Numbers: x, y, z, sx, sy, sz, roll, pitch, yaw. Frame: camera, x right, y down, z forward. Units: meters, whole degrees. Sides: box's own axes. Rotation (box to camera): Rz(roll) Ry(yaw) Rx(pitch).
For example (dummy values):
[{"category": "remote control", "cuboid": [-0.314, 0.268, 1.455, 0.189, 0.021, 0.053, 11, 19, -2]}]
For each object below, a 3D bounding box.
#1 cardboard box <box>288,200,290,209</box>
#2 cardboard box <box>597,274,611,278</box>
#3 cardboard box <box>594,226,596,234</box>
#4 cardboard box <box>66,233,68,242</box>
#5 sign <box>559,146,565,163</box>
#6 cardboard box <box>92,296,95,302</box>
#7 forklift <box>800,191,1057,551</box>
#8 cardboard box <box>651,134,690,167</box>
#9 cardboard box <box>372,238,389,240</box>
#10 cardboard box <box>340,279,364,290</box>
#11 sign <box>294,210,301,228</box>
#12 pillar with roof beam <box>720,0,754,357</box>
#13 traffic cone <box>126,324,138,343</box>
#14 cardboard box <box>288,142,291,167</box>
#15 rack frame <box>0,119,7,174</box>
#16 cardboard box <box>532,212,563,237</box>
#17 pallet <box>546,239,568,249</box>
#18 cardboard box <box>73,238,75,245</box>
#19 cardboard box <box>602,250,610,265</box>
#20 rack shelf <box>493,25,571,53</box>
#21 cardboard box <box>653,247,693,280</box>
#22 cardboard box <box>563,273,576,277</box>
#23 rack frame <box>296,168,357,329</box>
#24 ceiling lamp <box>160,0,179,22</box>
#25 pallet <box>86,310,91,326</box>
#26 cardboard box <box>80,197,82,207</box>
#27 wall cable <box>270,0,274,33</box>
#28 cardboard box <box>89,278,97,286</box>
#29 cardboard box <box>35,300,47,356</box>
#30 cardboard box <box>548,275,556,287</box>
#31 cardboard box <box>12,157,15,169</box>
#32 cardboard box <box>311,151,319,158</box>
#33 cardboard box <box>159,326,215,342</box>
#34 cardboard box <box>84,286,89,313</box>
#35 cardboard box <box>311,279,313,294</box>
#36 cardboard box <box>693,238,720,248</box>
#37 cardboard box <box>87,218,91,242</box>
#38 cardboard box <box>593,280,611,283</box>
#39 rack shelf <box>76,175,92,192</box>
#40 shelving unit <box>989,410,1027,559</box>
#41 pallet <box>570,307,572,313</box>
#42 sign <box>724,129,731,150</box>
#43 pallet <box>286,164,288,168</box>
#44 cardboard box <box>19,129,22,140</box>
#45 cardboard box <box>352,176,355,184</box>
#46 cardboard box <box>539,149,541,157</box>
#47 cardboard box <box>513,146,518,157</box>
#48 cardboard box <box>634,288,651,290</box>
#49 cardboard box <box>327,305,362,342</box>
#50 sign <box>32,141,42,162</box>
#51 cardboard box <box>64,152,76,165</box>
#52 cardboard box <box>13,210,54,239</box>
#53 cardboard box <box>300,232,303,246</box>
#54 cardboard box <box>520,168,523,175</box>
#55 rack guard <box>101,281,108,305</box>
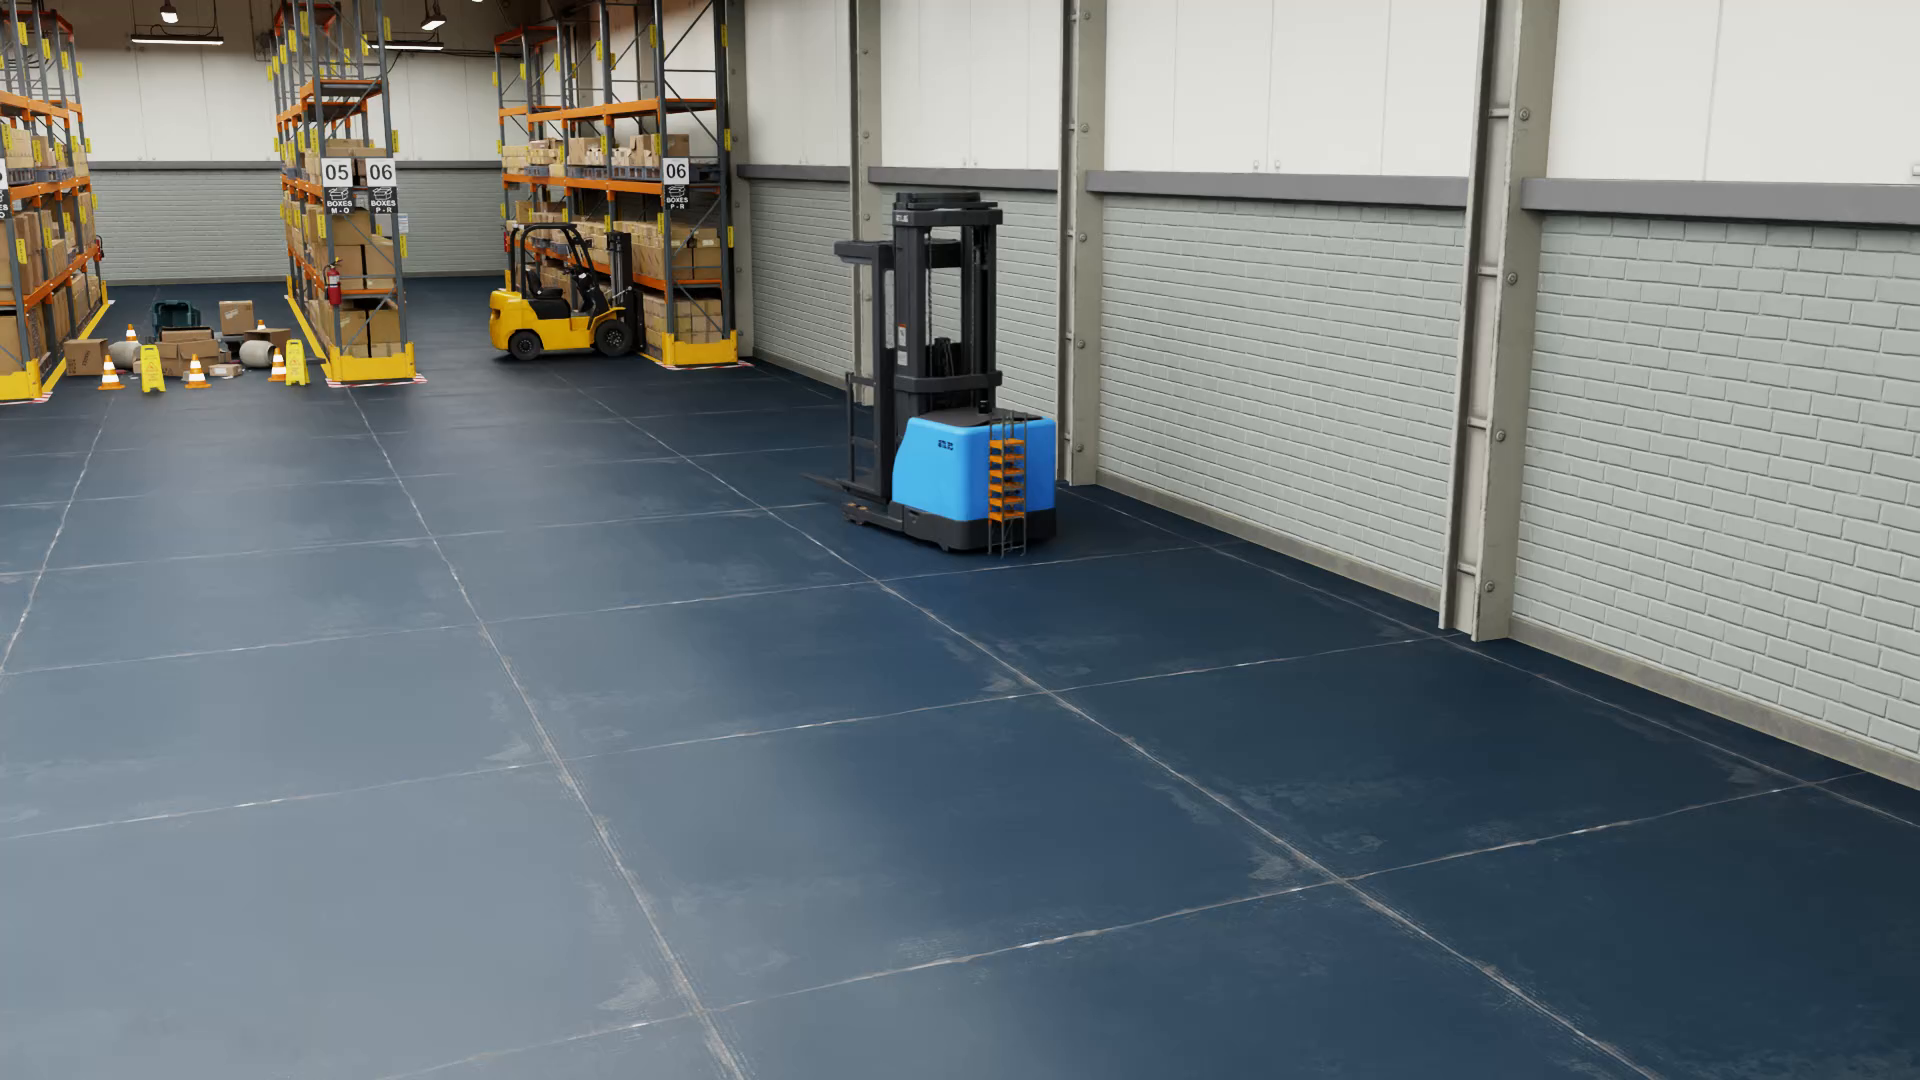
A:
[{"category": "cardboard box", "cuboid": [-14.161, -7.058, 35.773, 0.500, 0.500, 0.500, -6, 14, -24]}, {"category": "cardboard box", "cuboid": [-7.298, -5.405, 34.246, 0.380, 0.149, 0.250, -5, 14, -20]}, {"category": "cardboard box", "cuboid": [-6.652, -5.817, 31.190, 0.380, 0.149, 0.250, -5, 14, -22]}, {"category": "cardboard box", "cuboid": [-16.943, -5.661, 31.141, 0.380, 0.149, 0.250, -6, 14, -23]}, {"category": "sign", "cuboid": [-7.873, -7.631, 32.891, 0.100, 0.325, 0.005, -6, 14, -23]}, {"category": "cardboard box", "cuboid": [-18.427, -5.060, 34.972, 0.380, 0.149, 0.250, -6, 14, -24]}, {"category": "forklift", "cuboid": [-0.424, -1.616, 14.853, 1.130, 2.935, 3.031, -9, 16, -34]}, {"category": "cardboard box", "cuboid": [-4.571, -6.147, 26.248, 0.500, 0.500, 0.500, -5, 14, -21]}, {"category": "cardboard box", "cuboid": [-9.279, -4.497, 26.268, 0.500, 0.500, 0.500, -6, 14, -24]}, {"category": "cardboard box", "cuboid": [-9.062, -3.800, 24.694, 0.380, 0.149, 0.250, -5, 14, -21]}, {"category": "sign", "cuboid": [-12.428, -6.031, 31.207, 0.100, 0.325, 0.005, -6, 14, -23]}, {"category": "pillar with roof beam", "cuboid": [-7.568, -7.073, 24.973, 9.100, 9.000, 0.400, -6, 14, -23]}, {"category": "traffic cone", "cuboid": [-13.968, -3.401, 28.037, 0.336, 0.463, 0.334, -6, 14, -23]}, {"category": "cardboard box", "cuboid": [-12.893, -7.570, 32.620, 0.500, 0.500, 0.500, -5, 14, -22]}, {"category": "rack frame", "cuboid": [-13.212, -6.319, 21.717, 1.000, 3.000, 0.127, -6, 14, -23]}, {"category": "cardboard box", "cuboid": [-8.988, -6.926, 36.490, 0.700, 0.500, 0.500, -5, 14, -22]}, {"category": "pallet", "cuboid": [-8.158, -6.274, 35.253, 1.003, 0.211, 1.213, -6, 14, -23]}, {"category": "cardboard box", "cuboid": [-17.573, -5.840, 32.577, 0.380, 0.149, 0.250, -6, 14, -23]}, {"category": "cardboard box", "cuboid": [-6.214, -5.148, 30.291, 0.500, 0.250, 0.500, -5, 14, -22]}, {"category": "rack shelf", "cuboid": [-9.778, -11.398, 37.883, 1.077, 0.370, 4.000, -6, 14, -23]}, {"category": "cardboard box", "cuboid": [-4.608, -4.440, 26.681, 0.500, 0.500, 0.500, -6, 14, -24]}, {"category": "cardboard box", "cuboid": [-8.007, -5.460, 34.484, 0.380, 0.149, 0.250, -6, 14, -25]}, {"category": "rack frame", "cuboid": [-11.921, -5.517, 31.557, 1.000, 3.000, 0.127, -6, 14, -23]}, {"category": "ceiling lamp", "cuboid": [-15.190, -11.741, 32.195, 0.800, 3.185, 2.000, -6, 14, -23]}, {"category": "pallet", "cuboid": [-17.705, -4.357, 32.725, 1.003, 0.211, 1.213, -6, 14, -23]}, {"category": "cardboard box", "cuboid": [-18.198, -6.778, 33.902, 0.500, 0.500, 0.500, -6, 14, -25]}, {"category": "wall cable", "cuboid": [-18.622, -14.363, 41.834, 2.355, 3.000, 0.029, -6, 14, -23]}, {"category": "cardboard box", "cuboid": [-18.704, -5.512, 35.607, 0.380, 0.149, 0.250, -5, 14, -21]}, {"category": "cardboard box", "cuboid": [-14.626, -3.256, 25.568, 0.875, 0.875, 0.875, -5, 14, -22]}, {"category": "cardboard box", "cuboid": [-8.571, -5.447, 35.864, 0.500, 0.500, 0.500, -6, 14, -25]}, {"category": "cardboard box", "cuboid": [-13.258, -5.193, 22.907, 0.380, 0.149, 0.250, -6, 14, -23]}, {"category": "cardboard box", "cuboid": [-9.768, -5.949, 25.558, 0.380, 0.149, 0.250, -5, 14, -22]}, {"category": "cardboard box", "cuboid": [-12.122, -3.041, 26.093, 0.797, 0.637, 0.503, -6, 14, -23]}, {"category": "cardboard box", "cuboid": [-17.491, -4.732, 32.778, 0.500, 0.500, 0.500, -6, 14, -24]}, {"category": "cardboard box", "cuboid": [-12.475, -5.022, 33.196, 0.875, 0.875, 0.875, -5, 14, -22]}, {"category": "cardboard box", "cuboid": [-4.068, -4.772, 26.675, 0.380, 0.149, 0.250, -6, 14, -24]}, {"category": "cardboard box", "cuboid": [-18.601, -6.512, 34.971, 0.500, 0.500, 0.500, -5, 14, -20]}, {"category": "cardboard box", "cuboid": [-6.868, -4.750, 32.575, 0.875, 0.625, 0.625, -5, 14, -21]}, {"category": "rack shelf", "cuboid": [-18.820, -7.400, 34.634, 1.077, 0.370, 4.000, -6, 14, -23]}, {"category": "shelving unit", "cuboid": [0.393, -0.458, 13.686, 0.258, 1.200, 0.189, -9, 16, -34]}, {"category": "pallet", "cuboid": [-7.639, -4.766, 34.493, 1.003, 0.211, 1.213, -6, 14, -23]}, {"category": "sign", "cuboid": [-3.659, -6.288, 26.121, 0.100, 0.325, 0.005, -6, 14, -23]}, {"category": "pallet", "cuboid": [-13.842, -7.932, 35.534, 1.003, 0.211, 1.213, -6, 14, -23]}, {"category": "cardboard box", "cuboid": [-13.870, -5.896, 24.177, 0.380, 0.149, 0.250, -6, 14, -24]}, {"category": "cardboard box", "cuboid": [-9.381, -5.664, 26.096, 0.380, 0.149, 0.250, -6, 14, -23]}, {"category": "cardboard box", "cuboid": [-8.680, -8.169, 35.105, 0.380, 0.149, 0.250, -6, 14, -23]}, {"category": "cardboard box", "cuboid": [-10.018, -8.968, 38.378, 0.500, 0.250, 0.500, -5, 14, -21]}, {"category": "cardboard box", "cuboid": [-5.670, -4.257, 29.062, 0.500, 0.250, 0.500, -6, 14, -23]}, {"category": "cardboard box", "cuboid": [-9.489, -3.344, 25.671, 0.500, 0.500, 0.500, -5, 14, -21]}, {"category": "sign", "cuboid": [-14.306, -6.025, 25.777, 0.100, 0.325, 0.005, -6, 14, -23]}, {"category": "cardboard box", "cuboid": [-17.991, -7.629, 33.251, 0.500, 0.250, 0.500, -5, 14, -21]}, {"category": "cardboard box", "cuboid": [-16.246, -5.492, 29.006, 0.700, 0.500, 0.500, -6, 14, -23]}, {"category": "cardboard box", "cuboid": [-12.348, -5.765, 31.850, 0.500, 0.250, 0.500, -6, 14, -23]}, {"category": "cardboard box", "cuboid": [-9.867, -8.447, 38.120, 0.380, 0.149, 0.250, -5, 14, -22]}, {"category": "rack guard", "cuboid": [-19.590, -5.469, 36.890, 1.175, 0.500, 0.348, -6, 14, -23]}]
